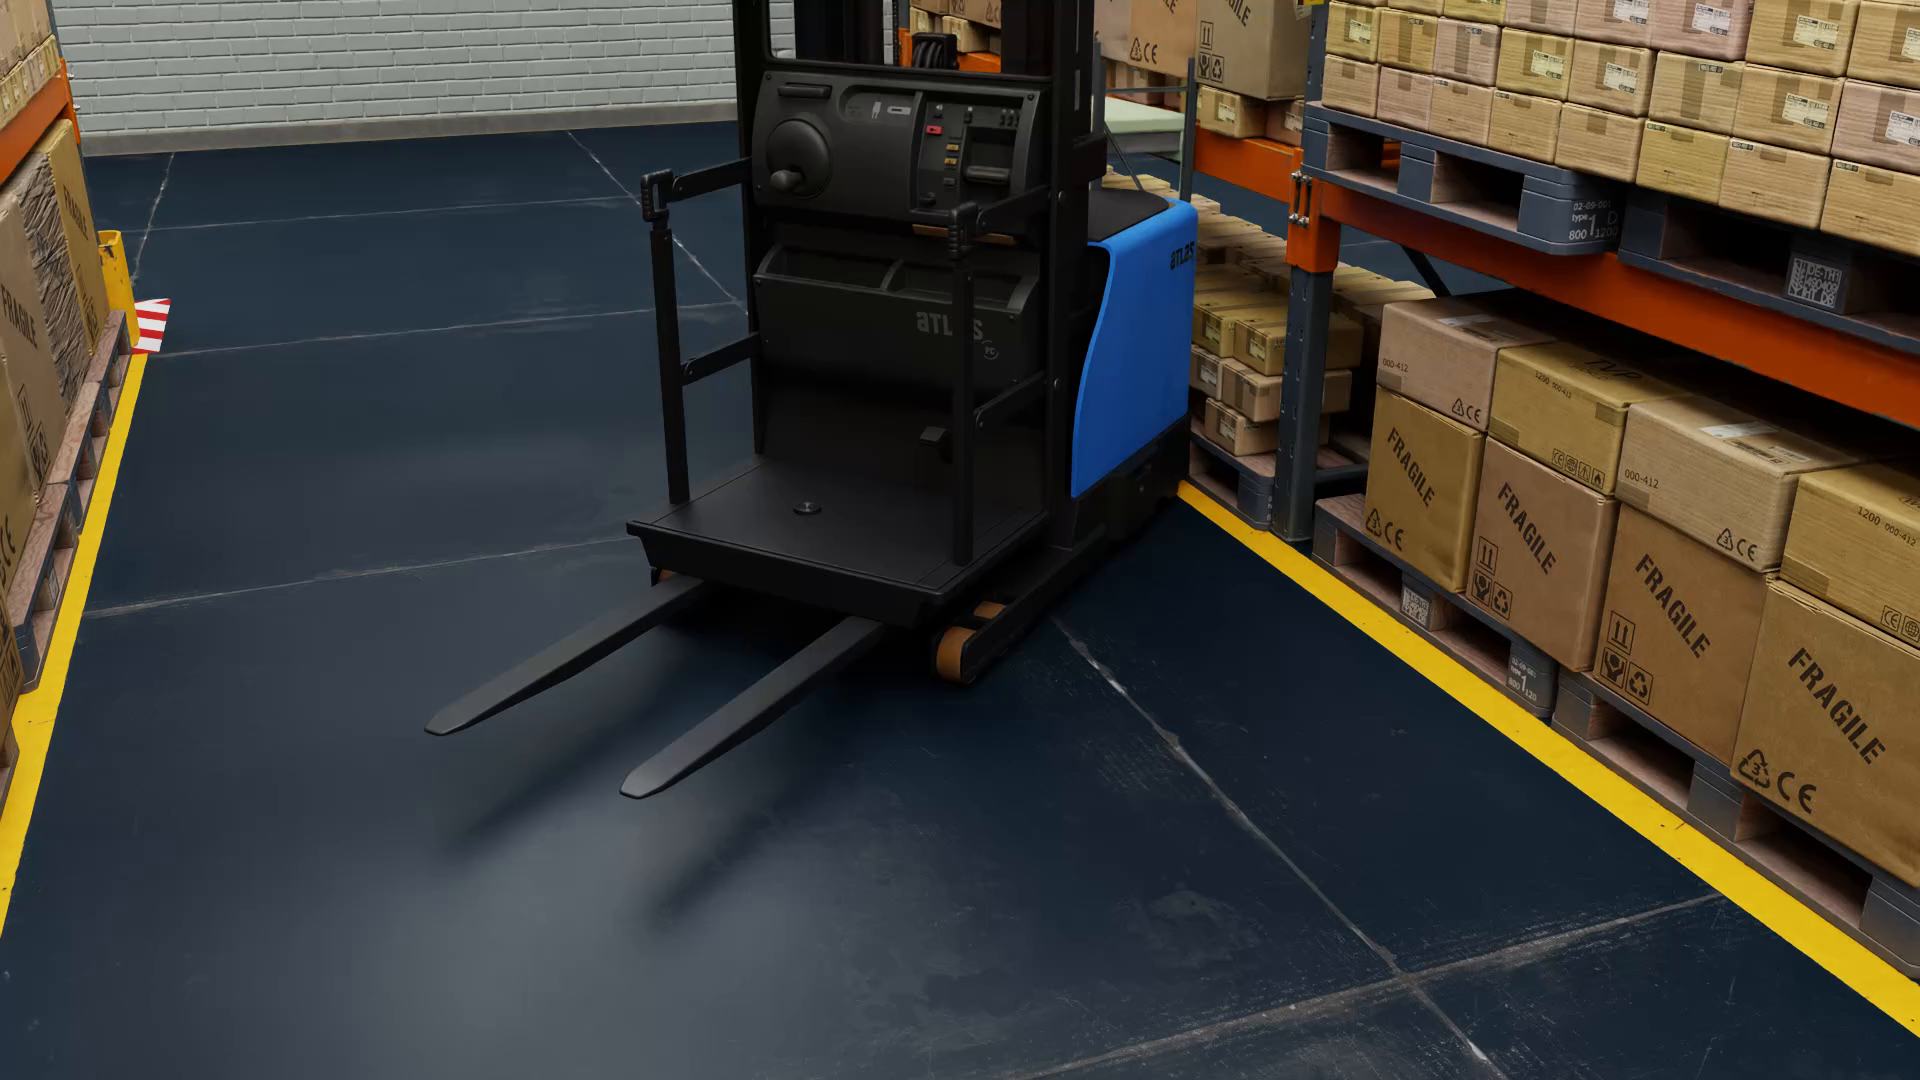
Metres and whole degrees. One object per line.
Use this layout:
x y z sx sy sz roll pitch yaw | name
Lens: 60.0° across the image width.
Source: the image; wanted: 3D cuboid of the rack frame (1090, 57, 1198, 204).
0.638 -0.956 5.993 0.400 1.500 0.023 -8 23 -22 | rack frame

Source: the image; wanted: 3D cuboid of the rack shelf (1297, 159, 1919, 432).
2.278 -0.397 3.756 1.077 0.370 4.000 -8 24 -19 | rack shelf

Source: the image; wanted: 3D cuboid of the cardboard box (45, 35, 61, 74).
-4.083 -2.065 7.111 0.380 0.149 0.250 -8 24 -18 | cardboard box

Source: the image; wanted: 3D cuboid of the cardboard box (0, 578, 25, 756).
-2.859 0.204 3.599 1.225 0.875 0.875 -8 24 -19 | cardboard box

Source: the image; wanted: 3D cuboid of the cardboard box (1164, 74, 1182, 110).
0.993 -1.698 6.241 0.380 0.149 0.250 -9 24 -20 | cardboard box

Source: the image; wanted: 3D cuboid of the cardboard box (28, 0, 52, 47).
-4.098 -2.193 6.902 0.500 0.250 0.500 -9 24 -20 | cardboard box

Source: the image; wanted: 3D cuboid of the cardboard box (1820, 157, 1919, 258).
1.932 -0.663 3.243 0.380 0.149 0.250 -8 24 -17 | cardboard box

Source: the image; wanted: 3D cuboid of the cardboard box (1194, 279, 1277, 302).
0.980 -0.880 6.339 0.380 0.149 0.250 -9 24 -19 | cardboard box

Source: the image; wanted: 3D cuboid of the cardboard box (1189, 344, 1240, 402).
1.056 -0.640 6.153 0.380 0.149 0.250 -10 25 -22 | cardboard box

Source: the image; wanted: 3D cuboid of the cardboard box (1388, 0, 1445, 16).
1.385 -1.501 4.465 0.380 0.149 0.250 -8 24 -18 | cardboard box

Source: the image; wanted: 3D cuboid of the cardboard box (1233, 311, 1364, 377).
1.202 -0.703 5.919 0.380 0.149 0.250 -8 24 -17 | cardboard box

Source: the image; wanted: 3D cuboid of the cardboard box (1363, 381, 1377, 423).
1.744 -0.512 6.232 0.380 0.149 0.250 -9 25 -21 | cardboard box

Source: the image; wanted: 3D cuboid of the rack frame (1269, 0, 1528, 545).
1.572 -1.455 5.341 1.000 3.000 0.127 -8 24 -19 | rack frame

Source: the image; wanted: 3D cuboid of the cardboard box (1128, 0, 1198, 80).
0.954 -1.964 6.037 0.500 0.500 0.500 -9 24 -20 | cardboard box

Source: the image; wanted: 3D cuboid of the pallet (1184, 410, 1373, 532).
1.301 -0.410 6.450 1.003 0.211 1.213 -8 24 -19 | pallet

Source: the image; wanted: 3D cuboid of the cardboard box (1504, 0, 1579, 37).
1.559 -1.316 4.027 0.380 0.149 0.250 -9 24 -20 | cardboard box

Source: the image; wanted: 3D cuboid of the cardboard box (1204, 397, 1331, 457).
1.114 -0.431 6.040 0.380 0.149 0.250 -8 24 -18 | cardboard box

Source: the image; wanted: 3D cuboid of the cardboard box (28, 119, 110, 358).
-4.216 -1.258 7.067 0.875 0.875 0.875 -8 24 -19 | cardboard box

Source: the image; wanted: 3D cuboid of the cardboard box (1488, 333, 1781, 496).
1.776 -0.345 4.418 0.500 0.250 0.500 -8 24 -18 | cardboard box

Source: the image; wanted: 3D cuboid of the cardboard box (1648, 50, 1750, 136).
1.749 -0.988 3.632 0.380 0.149 0.250 -9 24 -20 | cardboard box

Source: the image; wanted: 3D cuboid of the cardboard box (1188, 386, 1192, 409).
0.947 -0.624 6.498 0.380 0.149 0.250 -9 25 -21 | cardboard box

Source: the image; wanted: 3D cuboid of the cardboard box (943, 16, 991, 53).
0.140 -2.438 7.997 0.380 0.149 0.250 -9 24 -20 | cardboard box

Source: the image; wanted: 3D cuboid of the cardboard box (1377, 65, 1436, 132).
1.384 -1.227 4.582 0.380 0.149 0.250 -8 24 -18 | cardboard box

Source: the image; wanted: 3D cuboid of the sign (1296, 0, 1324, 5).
1.067 -1.777 4.990 0.100 0.325 0.005 -8 24 -19 | sign

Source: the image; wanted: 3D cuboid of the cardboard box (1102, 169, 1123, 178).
0.618 -1.806 8.537 0.380 0.149 0.250 -8 24 -18 | cardboard box

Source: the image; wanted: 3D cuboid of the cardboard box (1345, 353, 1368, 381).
1.570 -0.727 6.361 0.380 0.149 0.250 -8 24 -19 | cardboard box

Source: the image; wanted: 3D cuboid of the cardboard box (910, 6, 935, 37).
-0.034 -2.630 8.452 0.380 0.149 0.250 -9 24 -19 | cardboard box

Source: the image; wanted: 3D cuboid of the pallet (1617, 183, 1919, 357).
2.247 -0.627 3.623 1.003 0.211 1.213 -8 24 -19 | pallet

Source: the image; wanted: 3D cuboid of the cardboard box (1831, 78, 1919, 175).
1.926 -0.802 3.191 0.380 0.149 0.250 -8 24 -18 | cardboard box

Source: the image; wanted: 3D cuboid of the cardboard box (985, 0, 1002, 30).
0.433 -2.520 7.356 0.500 0.500 0.500 -8 24 -18 | cardboard box

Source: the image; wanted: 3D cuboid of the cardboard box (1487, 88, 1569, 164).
1.556 -1.044 4.148 0.380 0.149 0.250 -8 24 -18 | cardboard box

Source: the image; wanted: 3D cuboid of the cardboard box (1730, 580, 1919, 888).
2.126 0.374 3.678 0.500 0.500 0.500 -9 25 -21 | cardboard box

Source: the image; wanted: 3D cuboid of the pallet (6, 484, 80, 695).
-3.300 0.186 5.036 1.003 0.211 1.213 -8 24 -19 | pallet

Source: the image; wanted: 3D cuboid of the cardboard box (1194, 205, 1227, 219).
0.997 -1.426 7.634 0.380 0.149 0.250 -9 25 -21 | cardboard box

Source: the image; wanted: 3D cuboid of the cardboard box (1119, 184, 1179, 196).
0.860 -1.626 8.111 0.380 0.149 0.250 -9 25 -21 | cardboard box

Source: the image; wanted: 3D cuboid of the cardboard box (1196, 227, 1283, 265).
1.166 -1.239 7.192 0.380 0.149 0.250 -9 25 -21 | cardboard box

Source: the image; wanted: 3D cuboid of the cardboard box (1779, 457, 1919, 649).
2.144 0.029 3.530 0.500 0.250 0.500 -8 24 -18 | cardboard box

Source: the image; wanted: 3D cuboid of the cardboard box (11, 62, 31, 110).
-3.721 -1.694 6.231 0.380 0.149 0.250 -9 24 -20 | cardboard box

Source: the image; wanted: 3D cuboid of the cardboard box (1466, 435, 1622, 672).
1.773 0.000 4.566 0.500 0.500 0.500 -7 24 -17 | cardboard box

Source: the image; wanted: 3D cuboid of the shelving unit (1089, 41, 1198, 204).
0.493 -1.078 6.306 0.431 1.500 0.755 -8 23 -22 | shelving unit

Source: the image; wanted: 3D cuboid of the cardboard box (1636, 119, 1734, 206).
1.747 -0.853 3.695 0.380 0.149 0.250 -9 24 -20 | cardboard box

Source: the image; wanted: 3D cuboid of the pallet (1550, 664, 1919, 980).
2.283 0.556 4.158 1.003 0.211 1.213 -8 24 -19 | pallet

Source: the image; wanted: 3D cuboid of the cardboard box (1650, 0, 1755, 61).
1.738 -1.131 3.589 0.380 0.149 0.250 -7 24 -17 | cardboard box

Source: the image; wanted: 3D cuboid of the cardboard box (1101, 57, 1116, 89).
0.788 -1.887 6.688 0.380 0.149 0.250 -9 24 -20 | cardboard box

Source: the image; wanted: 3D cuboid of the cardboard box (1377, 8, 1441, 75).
1.374 -1.370 4.538 0.380 0.149 0.250 -9 24 -20 | cardboard box

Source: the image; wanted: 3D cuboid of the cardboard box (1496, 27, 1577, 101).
1.558 -1.182 4.092 0.380 0.149 0.250 -9 25 -21 | cardboard box

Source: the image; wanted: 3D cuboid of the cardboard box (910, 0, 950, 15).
0.059 -2.891 8.235 0.500 0.500 0.500 -7 24 -16 | cardboard box

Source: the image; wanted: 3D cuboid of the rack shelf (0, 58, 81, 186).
-3.811 -1.207 5.677 1.077 0.370 4.000 -8 24 -19 | rack shelf

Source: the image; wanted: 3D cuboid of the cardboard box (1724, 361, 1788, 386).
2.240 -0.418 4.592 0.500 0.250 0.500 -7 24 -16 | cardboard box

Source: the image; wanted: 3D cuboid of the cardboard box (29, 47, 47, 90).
-3.902 -1.879 6.669 0.380 0.149 0.250 -8 24 -19 | cardboard box

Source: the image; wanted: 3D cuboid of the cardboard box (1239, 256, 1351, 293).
1.353 -1.048 6.738 0.380 0.149 0.250 -9 24 -20 | cardboard box

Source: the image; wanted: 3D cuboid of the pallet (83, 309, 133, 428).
-4.162 -0.700 7.139 1.003 0.211 1.213 -8 24 -19 | pallet

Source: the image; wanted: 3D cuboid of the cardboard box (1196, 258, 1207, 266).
0.780 -1.070 6.792 0.380 0.149 0.250 -10 25 -22 | cardboard box

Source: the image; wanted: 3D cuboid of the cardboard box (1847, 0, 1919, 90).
1.928 -0.939 3.133 0.380 0.149 0.250 -7 24 -16 | cardboard box

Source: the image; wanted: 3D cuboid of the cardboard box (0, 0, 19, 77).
-3.739 -1.824 6.026 0.500 0.250 0.500 -9 25 -21 | cardboard box

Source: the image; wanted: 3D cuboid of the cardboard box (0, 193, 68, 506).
-3.580 -0.604 5.515 0.875 0.875 0.875 -8 24 -19 | cardboard box

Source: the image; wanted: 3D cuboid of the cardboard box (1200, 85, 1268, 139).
1.059 -1.490 5.746 0.380 0.149 0.250 -9 24 -20 | cardboard box

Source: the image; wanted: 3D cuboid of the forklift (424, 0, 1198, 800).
-0.301 -1.136 4.672 1.130 2.935 3.031 12 26 26 | forklift

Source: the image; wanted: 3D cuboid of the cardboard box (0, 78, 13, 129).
-3.544 -1.510 5.793 0.380 0.149 0.250 -8 24 -18 | cardboard box

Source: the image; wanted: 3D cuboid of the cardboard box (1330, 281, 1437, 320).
1.602 -0.871 6.319 0.380 0.149 0.250 -7 24 -16 | cardboard box
